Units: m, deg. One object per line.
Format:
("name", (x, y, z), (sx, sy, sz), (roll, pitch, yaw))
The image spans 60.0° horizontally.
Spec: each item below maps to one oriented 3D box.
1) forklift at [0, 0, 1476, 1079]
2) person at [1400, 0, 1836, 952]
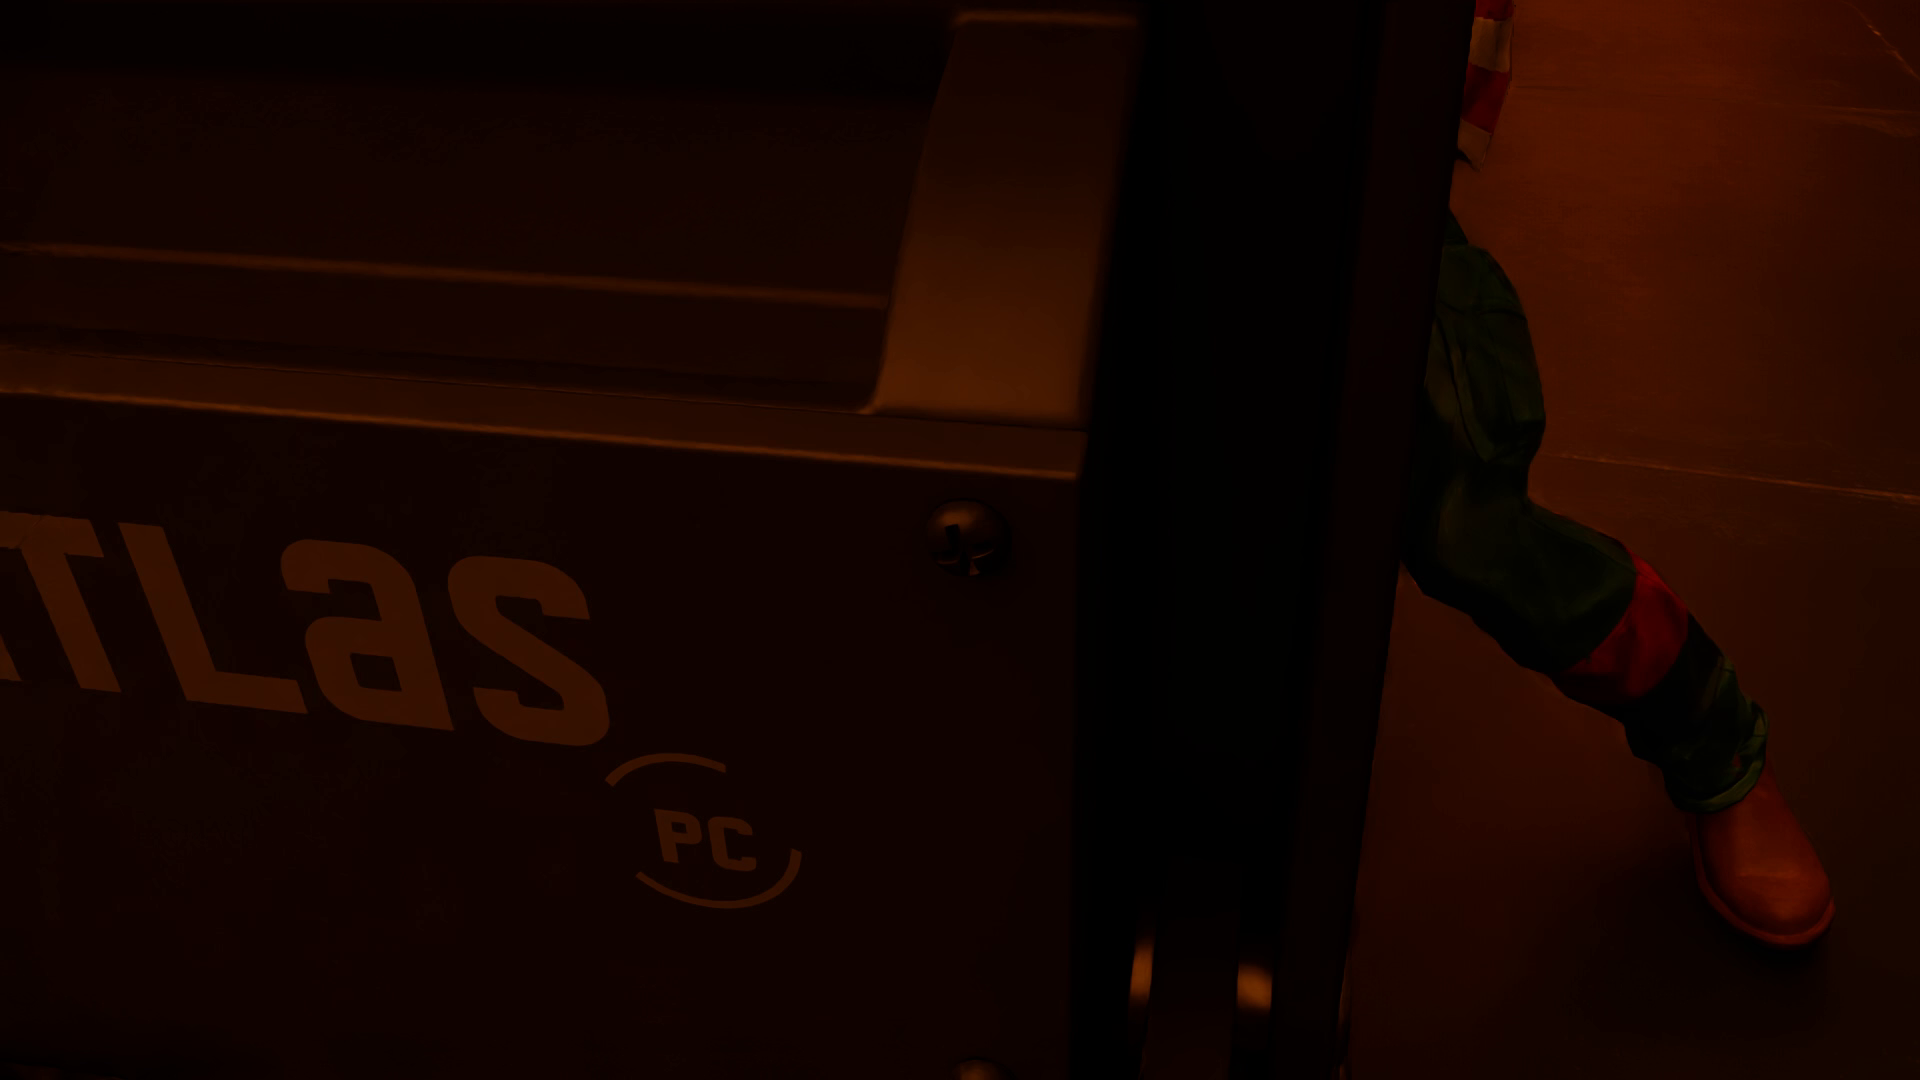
("forklift", (-0.453, -0.427, 0.112), (1.130, 2.935, 3.031), (5, 27, 10))
("person", (0.284, -0.444, 1.637), (1.003, 1.589, 1.159), (-13, 30, -23))
